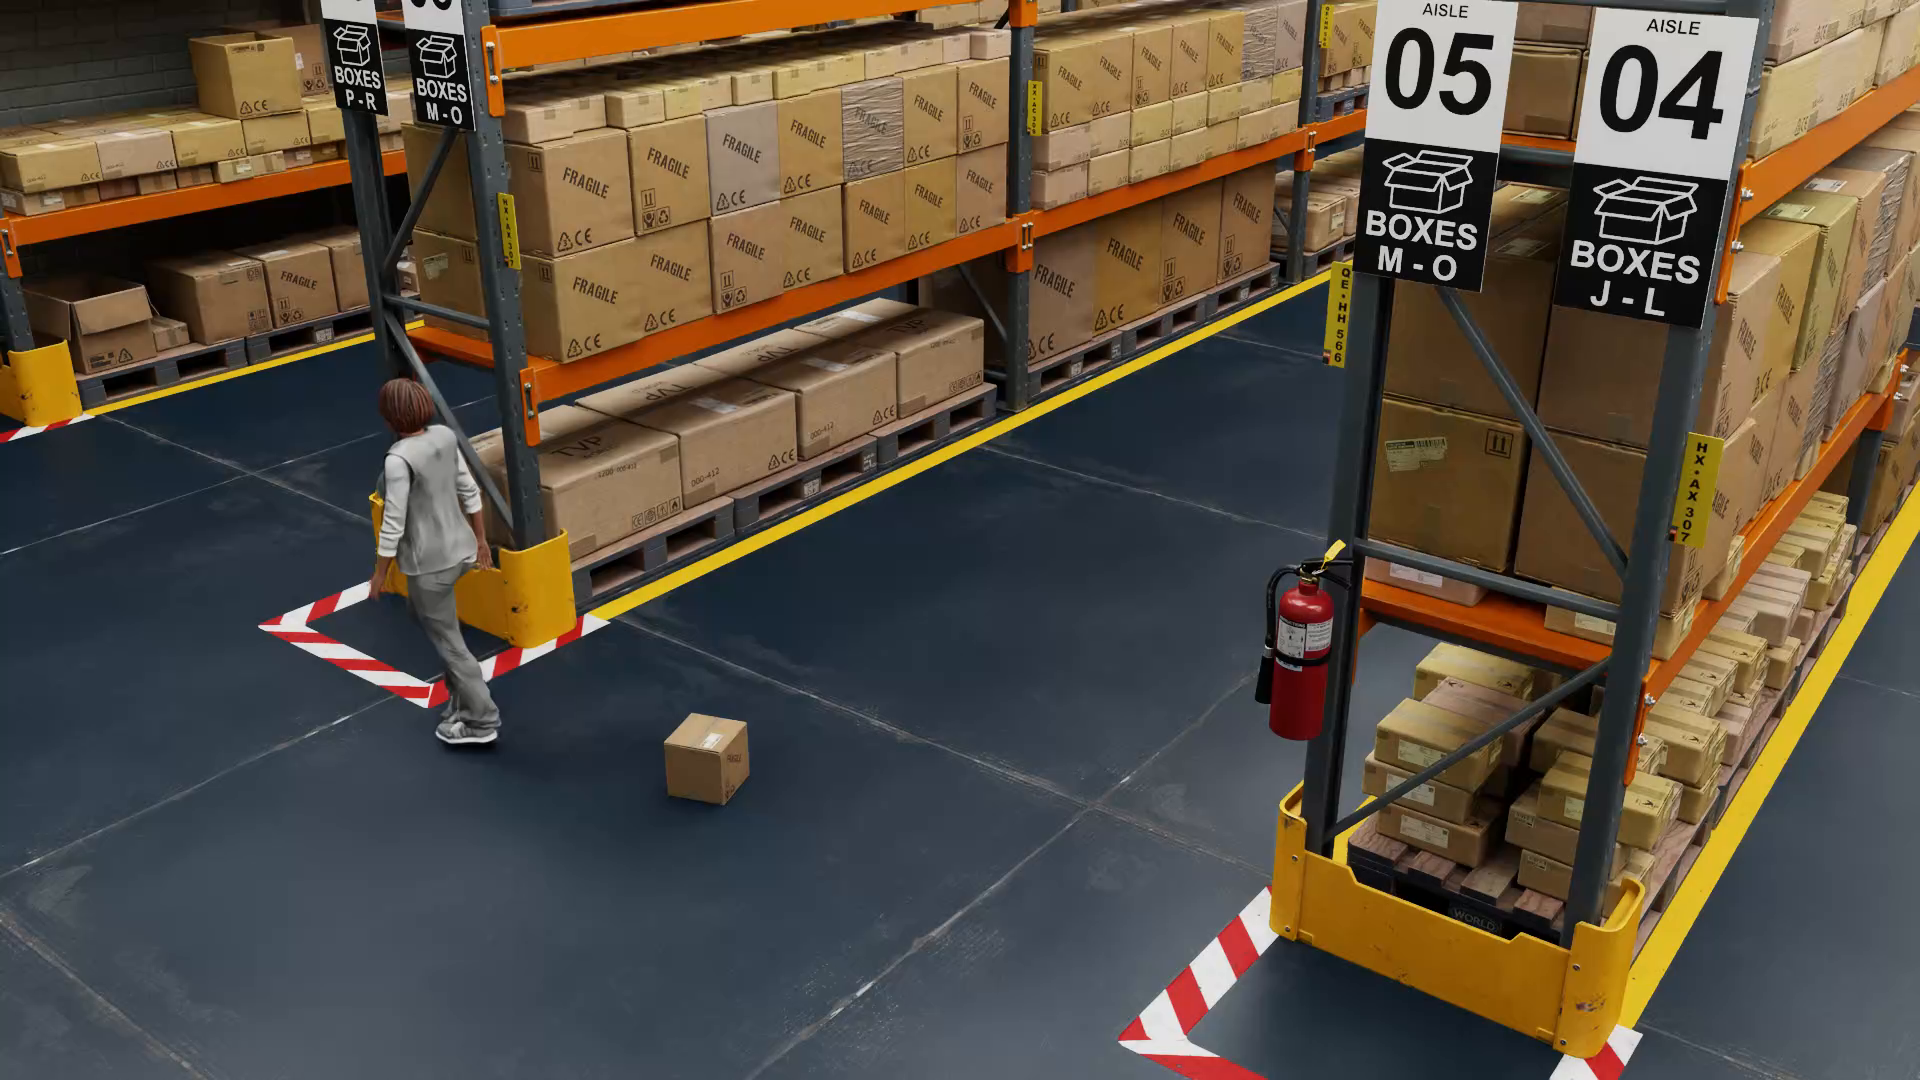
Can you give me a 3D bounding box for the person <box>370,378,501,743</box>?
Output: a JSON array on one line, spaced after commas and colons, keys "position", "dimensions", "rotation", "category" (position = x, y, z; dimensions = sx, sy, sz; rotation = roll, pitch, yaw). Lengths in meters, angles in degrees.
[{"position": [-2.160, 0.116, 6.865], "dimensions": [0.478, 1.587, 0.466], "rotation": [7, 25, 15], "category": "person"}]
